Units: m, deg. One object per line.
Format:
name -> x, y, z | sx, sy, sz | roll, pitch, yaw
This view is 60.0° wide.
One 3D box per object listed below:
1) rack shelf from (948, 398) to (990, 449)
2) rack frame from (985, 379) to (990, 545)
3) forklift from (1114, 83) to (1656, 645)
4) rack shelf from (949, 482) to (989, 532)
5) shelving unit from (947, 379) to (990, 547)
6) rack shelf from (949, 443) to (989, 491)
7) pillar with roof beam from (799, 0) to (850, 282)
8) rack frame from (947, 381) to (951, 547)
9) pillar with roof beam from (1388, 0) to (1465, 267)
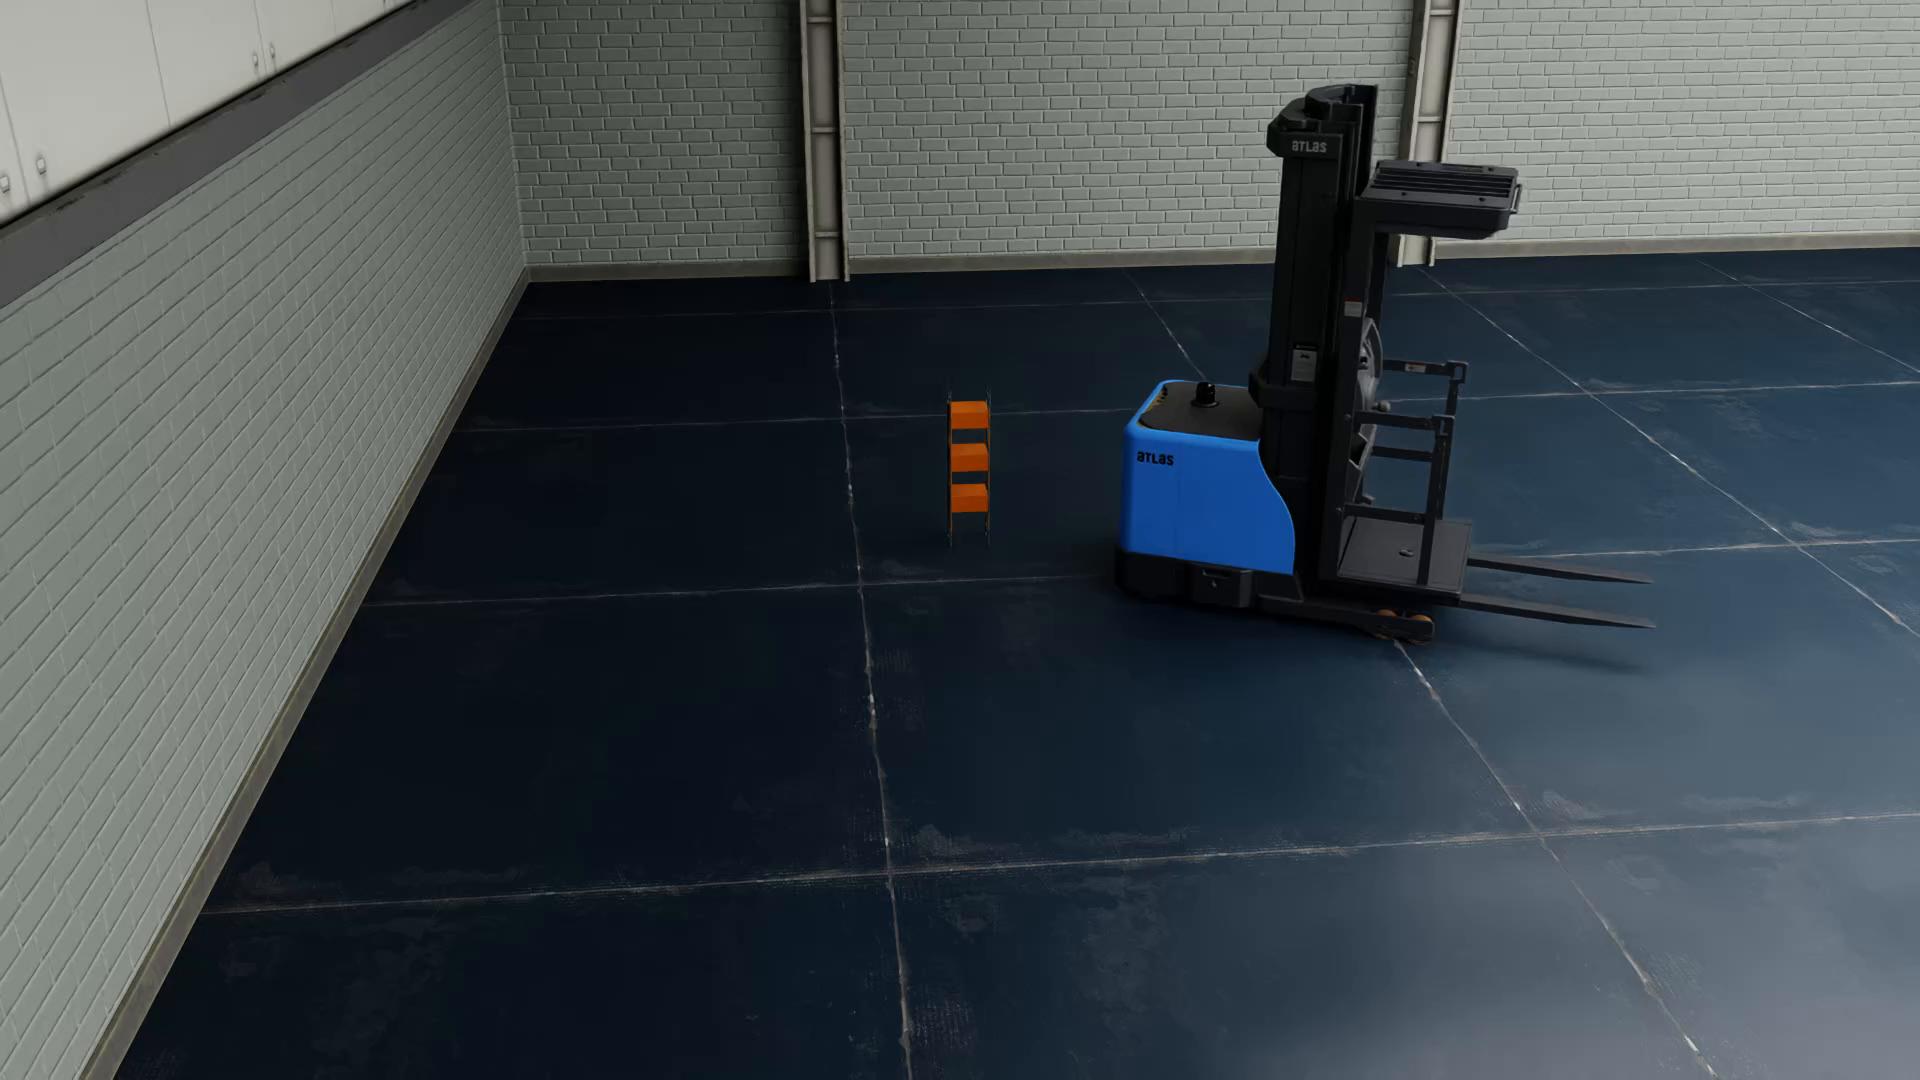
rack shelf -> 0.053, -0.732, 10.431 | 0.240, 0.259, 0.215 | -2, 24, -5
rack frame -> 0.175, -0.487, 10.552 | 0.008, 1.050, 0.200 | -2, 24, -5
forklift -> 2.503, -0.990, 9.368 | 3.031, 2.935, 1.130 | 8, 25, 18
rack shelf -> 0.053, -0.218, 10.659 | 0.240, 0.259, 0.215 | -2, 24, -5
shelving unit -> 0.053, -0.482, 10.542 | 0.252, 1.050, 0.215 | -2, 24, -5
rack shelf -> 0.053, -0.472, 10.546 | 0.240, 0.259, 0.215 | -2, 24, -5
pillar with roof beam -> -0.888, -5.003, 10.926 | 0.400, 9.000, 9.100 | -2, 24, -5
rack frame -> -0.068, -0.477, 10.531 | 0.008, 1.050, 0.200 | -2, 24, -5
pillar with roof beam -> 5.083, -5.242, 11.464 | 0.400, 9.000, 9.100 | -2, 24, -5
